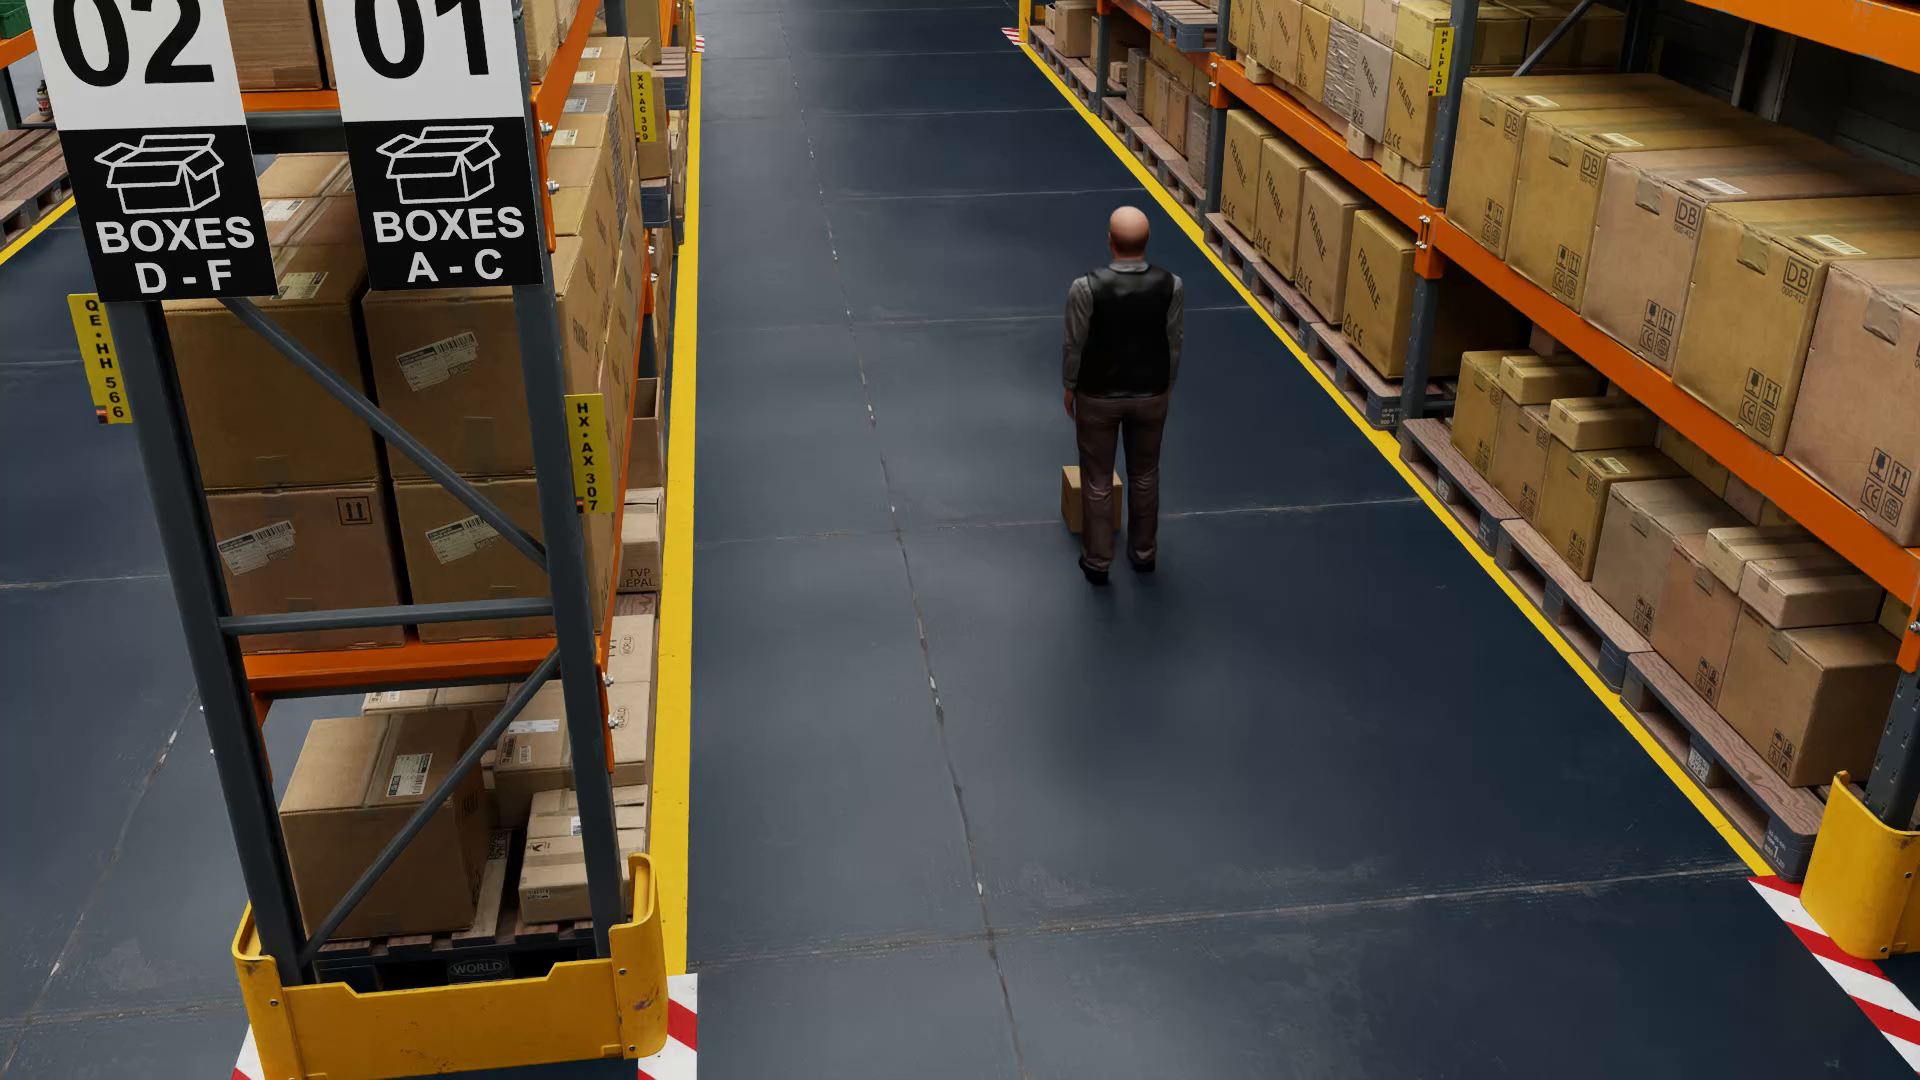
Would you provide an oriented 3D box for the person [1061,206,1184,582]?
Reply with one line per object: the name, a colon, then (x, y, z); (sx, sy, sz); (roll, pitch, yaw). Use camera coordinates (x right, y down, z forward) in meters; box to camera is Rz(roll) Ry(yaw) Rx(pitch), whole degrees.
person: (0.709, -0.641, 7.421); (0.536, 1.736, 0.387); (-3, 27, -6)
